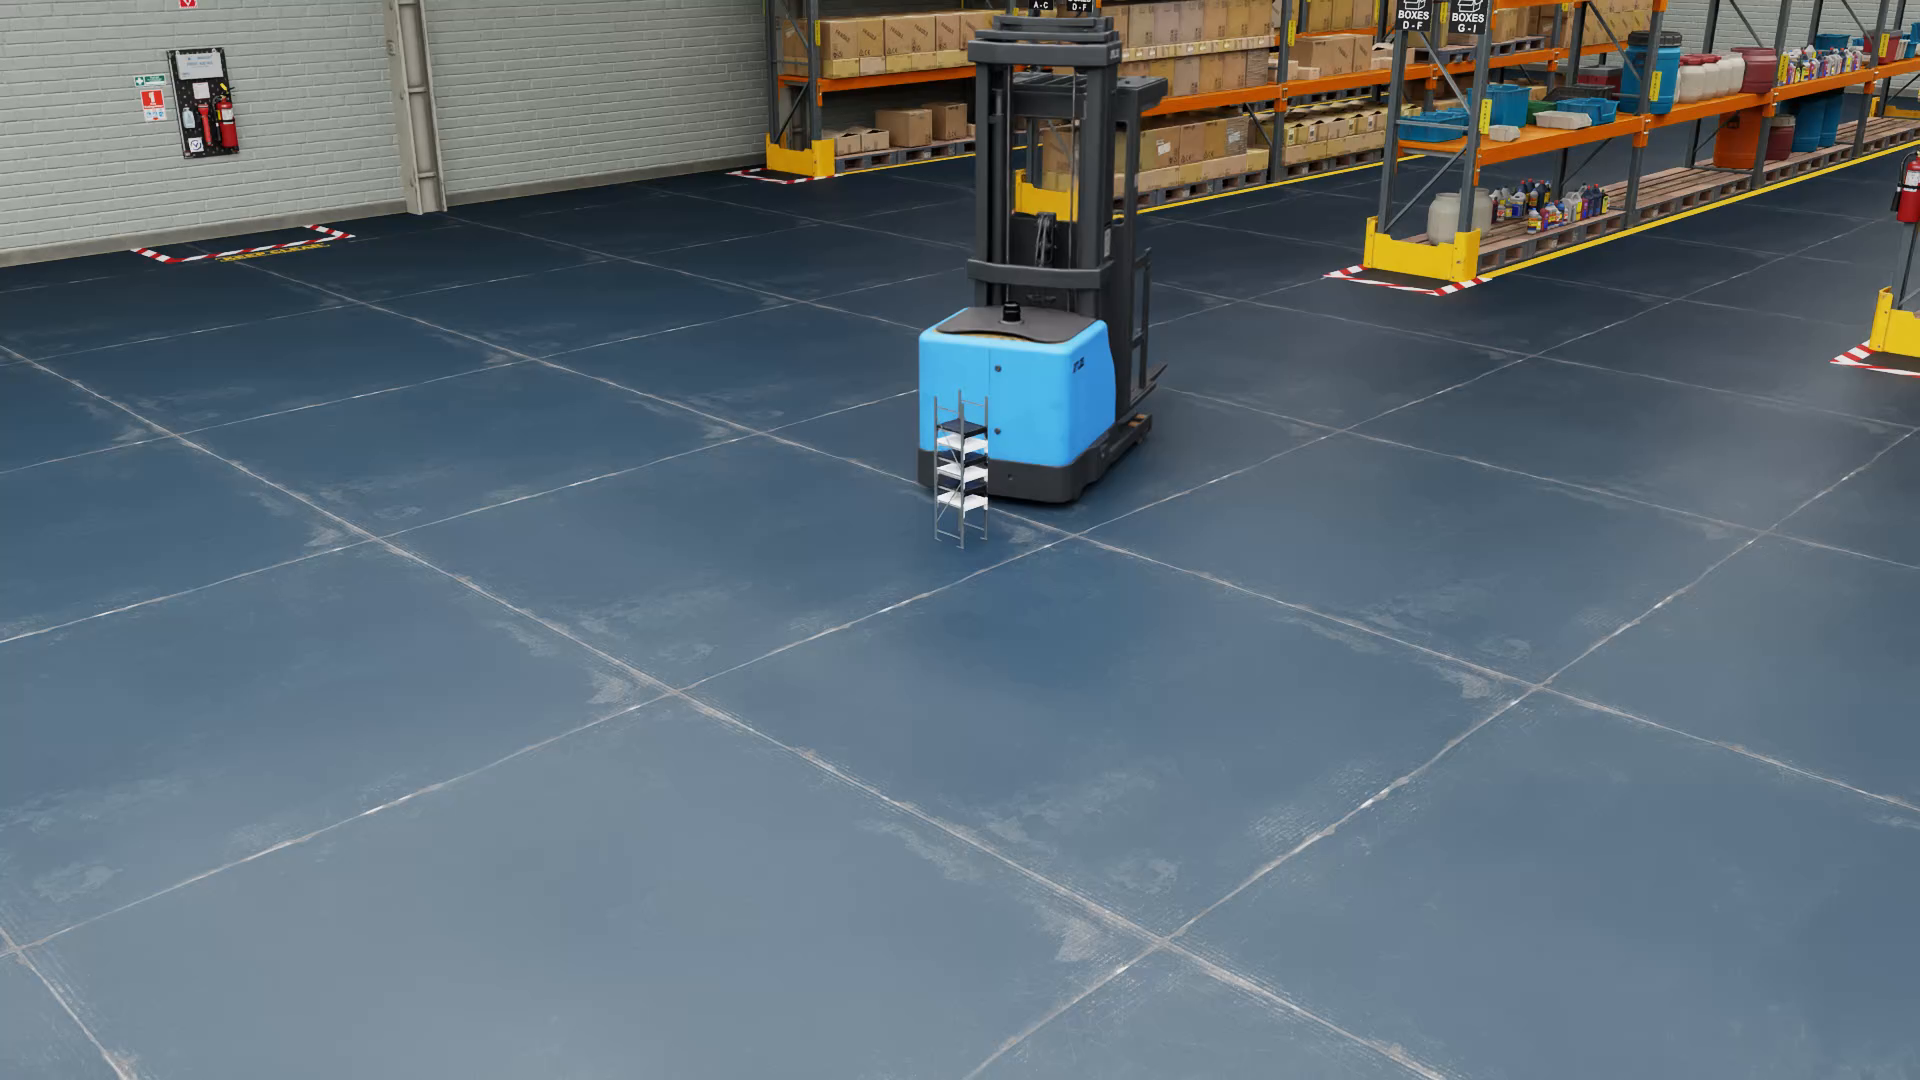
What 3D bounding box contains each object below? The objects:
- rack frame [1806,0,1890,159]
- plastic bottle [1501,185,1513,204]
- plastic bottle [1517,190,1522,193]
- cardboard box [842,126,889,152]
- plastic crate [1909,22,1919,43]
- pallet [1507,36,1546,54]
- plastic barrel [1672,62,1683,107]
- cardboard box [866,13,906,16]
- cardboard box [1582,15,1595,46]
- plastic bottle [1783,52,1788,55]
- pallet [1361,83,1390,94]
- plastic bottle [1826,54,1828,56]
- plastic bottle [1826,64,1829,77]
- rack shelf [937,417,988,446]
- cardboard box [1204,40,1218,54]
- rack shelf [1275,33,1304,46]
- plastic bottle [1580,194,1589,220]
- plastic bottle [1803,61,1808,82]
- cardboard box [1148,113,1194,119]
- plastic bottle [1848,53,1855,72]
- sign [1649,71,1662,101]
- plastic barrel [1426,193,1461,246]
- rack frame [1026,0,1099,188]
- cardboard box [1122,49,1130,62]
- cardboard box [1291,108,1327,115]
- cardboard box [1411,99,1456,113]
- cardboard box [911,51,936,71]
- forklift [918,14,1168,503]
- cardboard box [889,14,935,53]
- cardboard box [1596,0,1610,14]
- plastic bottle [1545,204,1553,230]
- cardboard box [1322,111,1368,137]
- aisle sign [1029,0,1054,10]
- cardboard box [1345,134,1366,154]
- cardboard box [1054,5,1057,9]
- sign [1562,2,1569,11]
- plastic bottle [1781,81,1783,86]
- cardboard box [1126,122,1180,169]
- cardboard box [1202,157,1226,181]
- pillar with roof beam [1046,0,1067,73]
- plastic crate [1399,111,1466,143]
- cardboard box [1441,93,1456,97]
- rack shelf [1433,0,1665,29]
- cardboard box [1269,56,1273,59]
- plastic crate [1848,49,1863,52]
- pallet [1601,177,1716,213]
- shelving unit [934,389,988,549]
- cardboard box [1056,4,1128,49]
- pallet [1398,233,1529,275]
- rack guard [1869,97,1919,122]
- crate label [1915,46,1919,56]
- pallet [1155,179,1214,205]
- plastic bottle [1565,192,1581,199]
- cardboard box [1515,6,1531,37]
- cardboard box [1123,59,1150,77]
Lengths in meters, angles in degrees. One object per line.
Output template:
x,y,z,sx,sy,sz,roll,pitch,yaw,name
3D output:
13.137,-7.252,24.761,1.000,3.000,0.127,19,28,41,rack frame
6.267,-3.903,19.127,0.144,0.351,0.185,19,28,40,plastic bottle
6.488,-3.928,19.303,0.097,0.271,0.097,0,21,0,plastic bottle
-1.388,-5.899,24.376,0.500,0.311,0.500,-17,27,-38,cardboard box
15.827,-8.192,27.074,0.616,0.435,0.499,19,28,41,plastic crate
8.955,-8.225,27.560,1.003,0.211,1.213,19,28,41,pallet
8.380,-5.450,19.884,0.433,0.535,0.433,0,21,0,plastic barrel
-1.089,-7.501,24.545,0.500,0.500,0.500,-20,29,-41,cardboard box
10.496,-8.735,28.479,0.500,0.500,0.500,-20,28,-41,cardboard box
11.895,-6.932,24.103,0.152,0.276,0.135,19,28,41,plastic bottle
8.327,-9.233,33.802,1.003,0.211,1.213,19,28,41,pallet
12.384,-6.813,23.798,0.097,0.271,0.097,0,21,0,plastic bottle
12.170,-6.623,23.401,0.097,0.201,0.097,0,21,0,plastic bottle
0.006,-0.643,9.834,0.258,0.077,0.200,19,28,41,rack shelf
3.086,-6.336,21.335,0.250,0.149,0.380,-19,28,-41,cardboard box
4.643,-8.882,30.004,1.077,0.370,4.000,19,28,41,rack shelf
7.095,-3.794,18.937,0.133,0.283,0.061,-18,27,-39,plastic bottle
11.557,-6.430,22.801,0.097,0.271,0.097,0,21,0,plastic bottle
2.764,-5.401,22.147,0.500,0.500,0.500,19,28,41,cardboard box
12.838,-6.918,24.065,0.152,0.276,0.135,19,28,41,plastic bottle
7.942,-5.184,18.996,0.100,0.325,0.005,19,28,41,sign
5.170,-3.390,17.597,0.421,0.512,0.421,0,21,0,plastic barrel
1.219,-5.408,19.964,1.000,3.000,0.127,19,28,41,rack frame
1.829,-5.873,20.130,0.380,0.149,0.250,18,28,39,cardboard box
5.148,-6.178,24.432,0.500,0.311,0.500,19,28,40,cardboard box
7.322,-6.549,25.802,0.500,0.500,0.500,-19,28,-40,cardboard box
-0.699,-7.028,24.360,0.500,0.250,0.500,20,28,41,cardboard box
0.747,-2.097,11.444,1.130,2.935,3.031,8,23,20,forklift
-0.716,-7.375,24.218,0.500,0.500,0.500,-19,28,-40,cardboard box
10.839,-9.322,28.613,0.500,0.500,0.500,18,28,39,cardboard box
6.493,-3.575,18.385,0.097,0.271,0.097,0,21,0,plastic bottle
5.548,-6.050,24.100,0.500,0.311,0.500,-19,28,-41,cardboard box
0.963,-6.678,19.645,0.394,0.787,0.004,19,28,41,aisle sign
5.541,-5.786,24.194,0.500,0.250,0.500,-20,28,-41,cardboard box
1.669,-8.368,26.913,0.500,0.500,0.700,-16,26,-35,cardboard box
9.990,-8.895,27.423,0.100,0.325,0.005,19,28,41,sign
10.980,-6.217,22.248,0.097,0.271,0.097,0,21,0,plastic bottle
2.440,-5.014,21.140,0.500,0.500,0.500,19,28,41,cardboard box
3.148,-4.917,21.933,0.500,0.250,0.500,19,28,41,cardboard box
4.806,-10.309,24.352,9.100,9.000,0.400,19,28,41,pillar with roof beam
4.900,-4.302,17.292,0.499,0.251,0.616,19,28,41,plastic crate
7.645,-6.935,26.808,0.500,0.500,0.500,18,27,39,cardboard box
6.161,-5.746,17.665,1.077,0.370,4.000,19,28,41,rack shelf
4.491,-6.646,23.371,0.396,0.266,0.258,18,28,39,cardboard box
13.725,-7.507,25.724,0.437,0.125,0.590,19,28,41,plastic crate
8.927,-4.421,21.282,1.003,0.211,1.213,19,28,41,pallet
0.006,-0.422,9.919,0.258,0.900,0.210,19,28,41,shelving unit
1.591,-6.191,20.053,0.700,0.500,0.500,19,28,41,cardboard box
5.355,-3.105,17.858,1.003,0.211,1.213,19,28,41,pallet
15.935,-7.123,27.910,1.175,0.500,0.348,19,28,41,rack guard
15.099,-7.782,26.423,0.396,0.136,0.243,19,28,41,crate label
2.574,-4.626,21.815,1.003,0.211,1.213,19,28,41,pallet
7.056,-3.873,19.154,0.152,0.276,0.135,19,28,41,plastic bottle
9.100,-8.670,27.725,0.700,0.500,0.500,9,23,23,cardboard box
1.917,-5.708,20.604,0.500,0.500,0.700,-19,28,-41,cardboard box
